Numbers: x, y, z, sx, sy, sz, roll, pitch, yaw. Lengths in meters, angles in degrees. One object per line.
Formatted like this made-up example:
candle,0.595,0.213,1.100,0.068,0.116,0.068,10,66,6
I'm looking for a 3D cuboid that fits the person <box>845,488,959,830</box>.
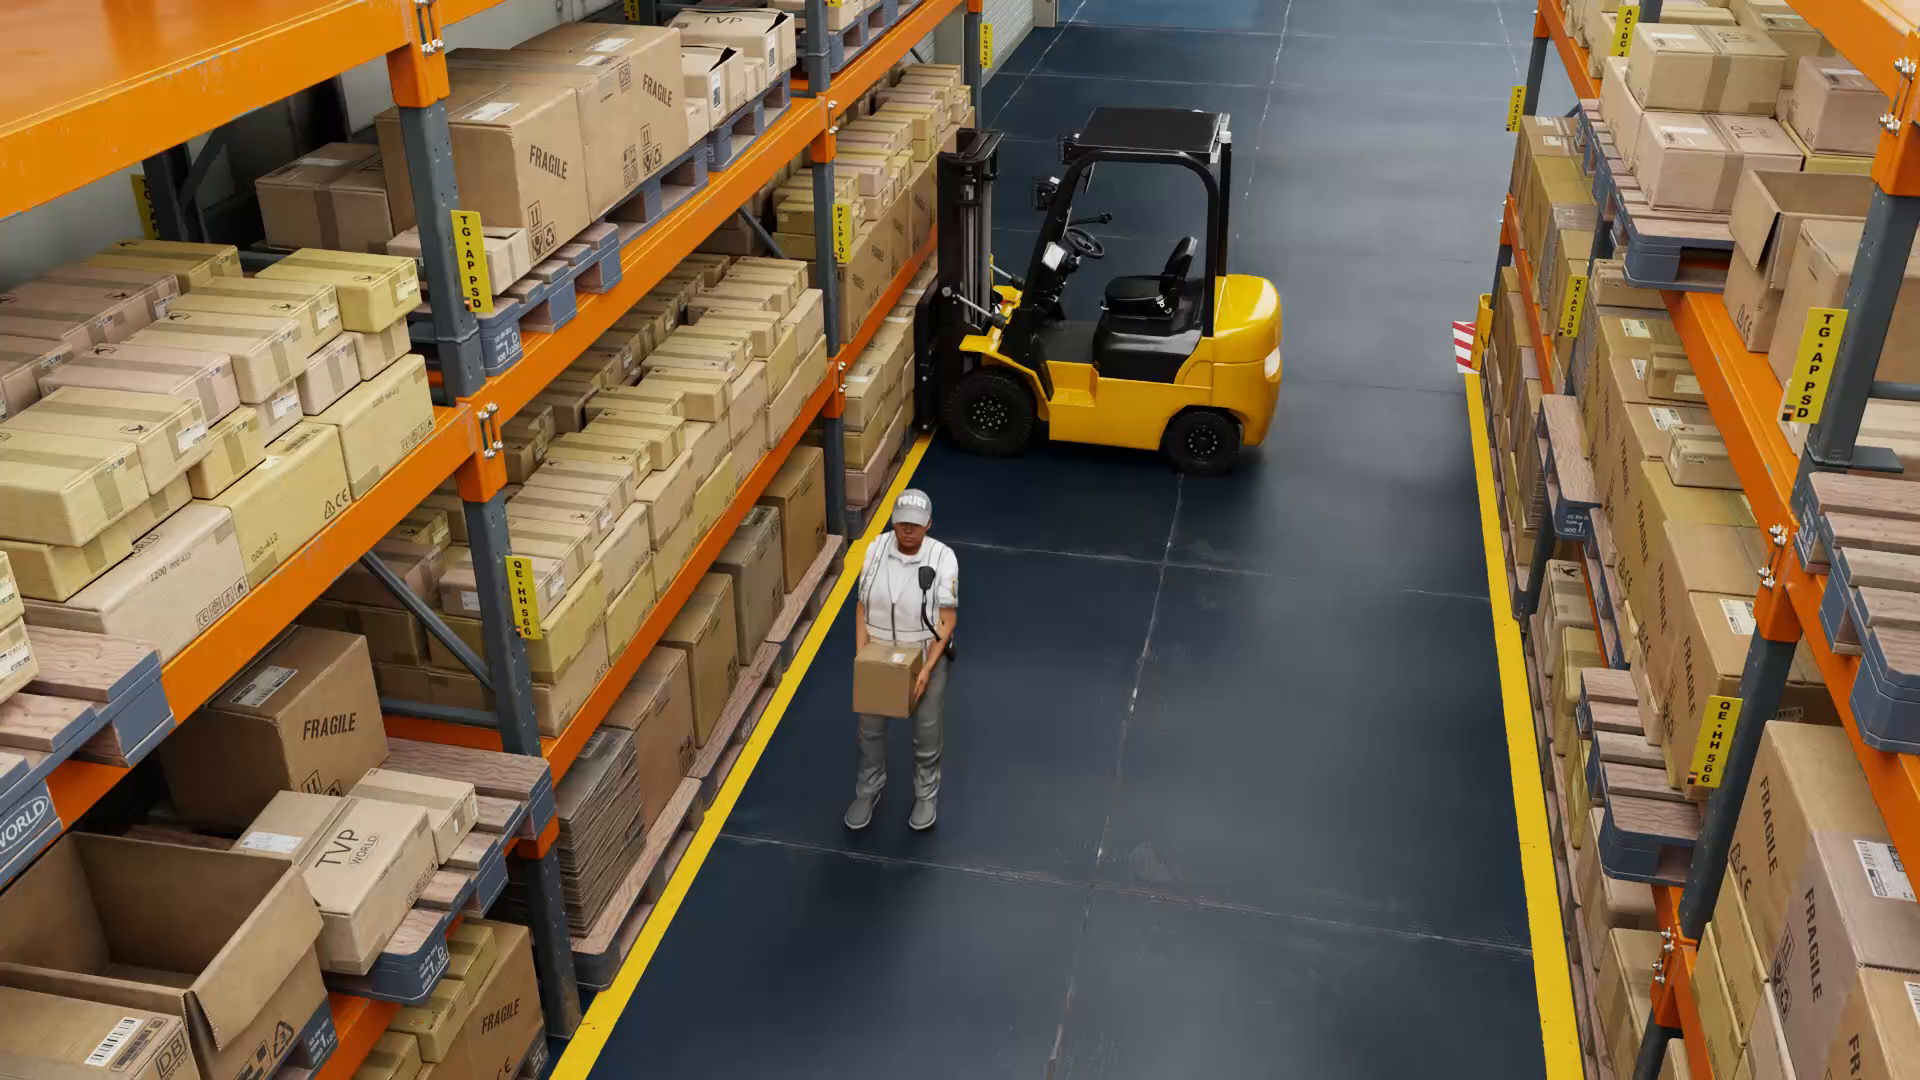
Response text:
person,-0.271,0.567,7.579,0.509,1.670,0.497,6,30,11
